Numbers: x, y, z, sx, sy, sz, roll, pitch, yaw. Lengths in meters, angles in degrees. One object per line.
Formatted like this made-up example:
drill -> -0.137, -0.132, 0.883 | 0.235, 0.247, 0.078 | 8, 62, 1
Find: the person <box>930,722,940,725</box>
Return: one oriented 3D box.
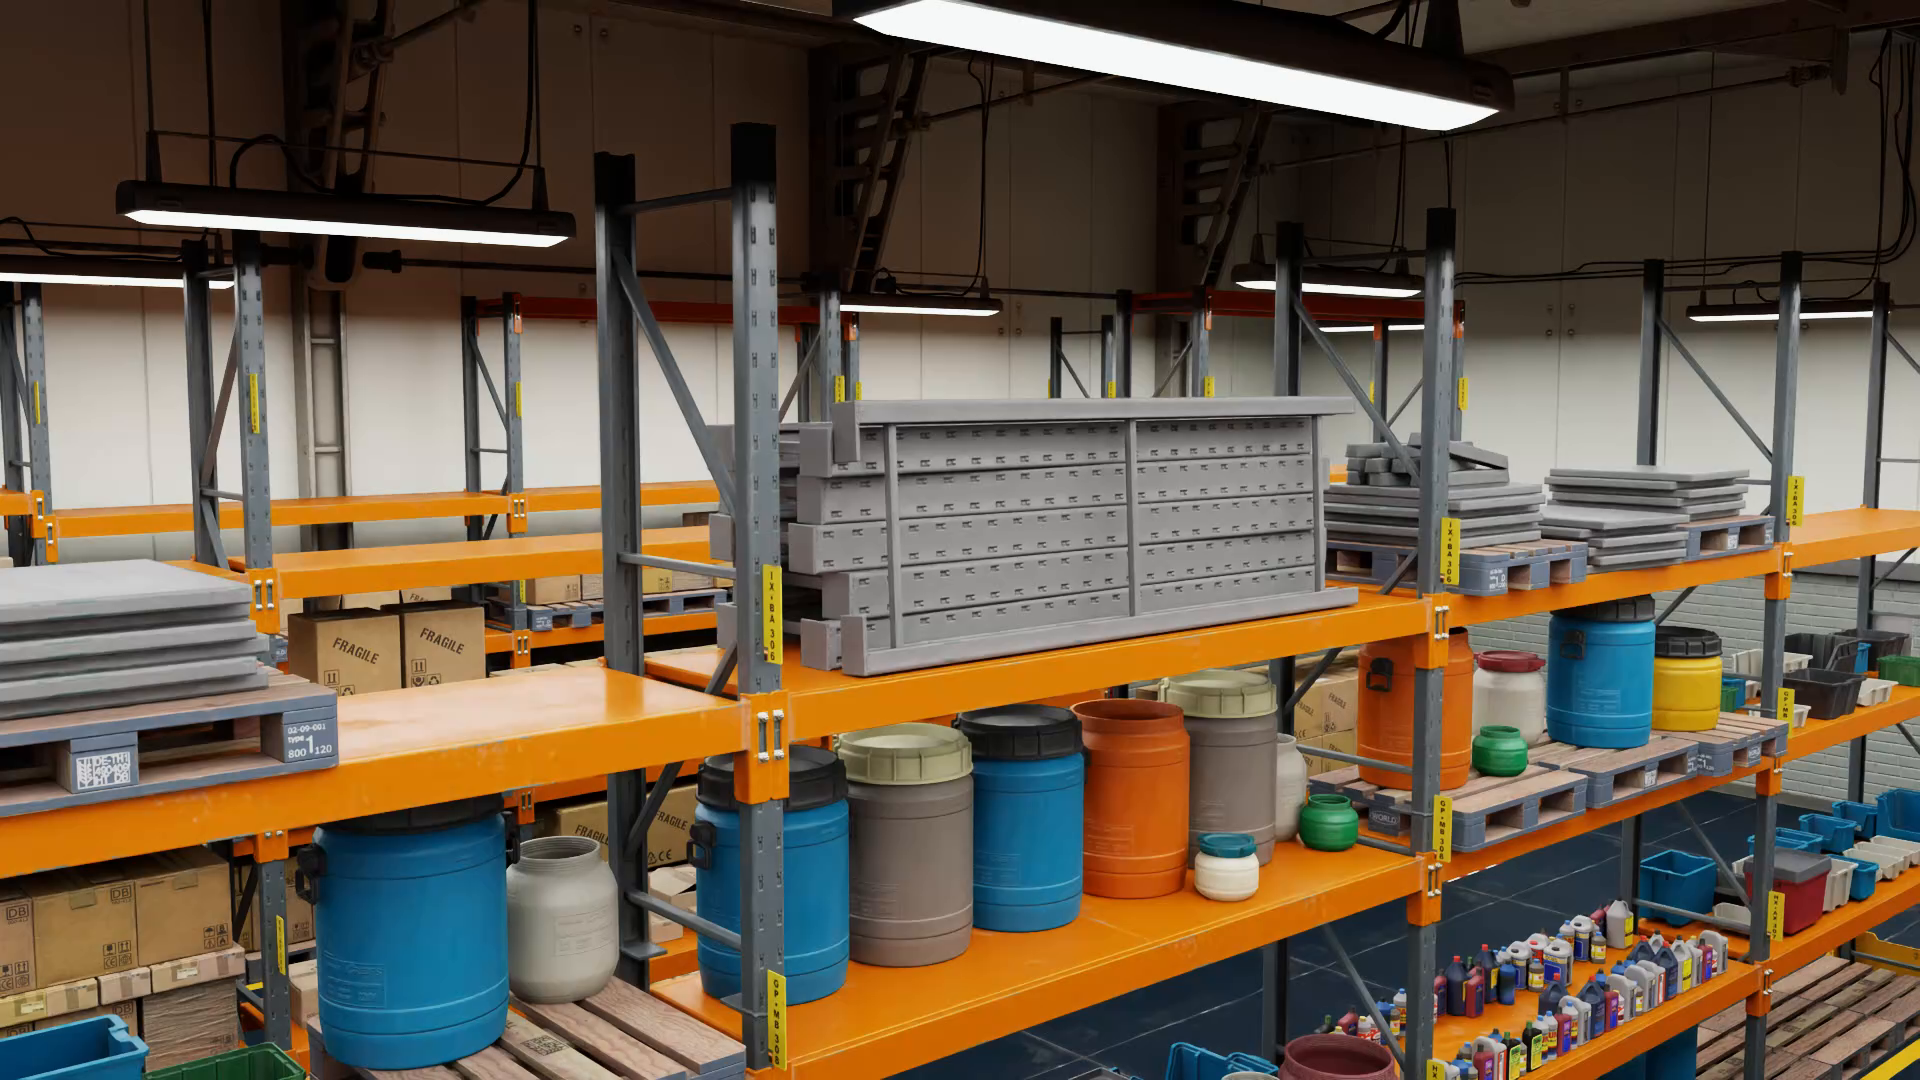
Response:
person -> -0.342, 2.718, 17.601 | 0.514, 1.609, 0.449 | -2, 6, -18
